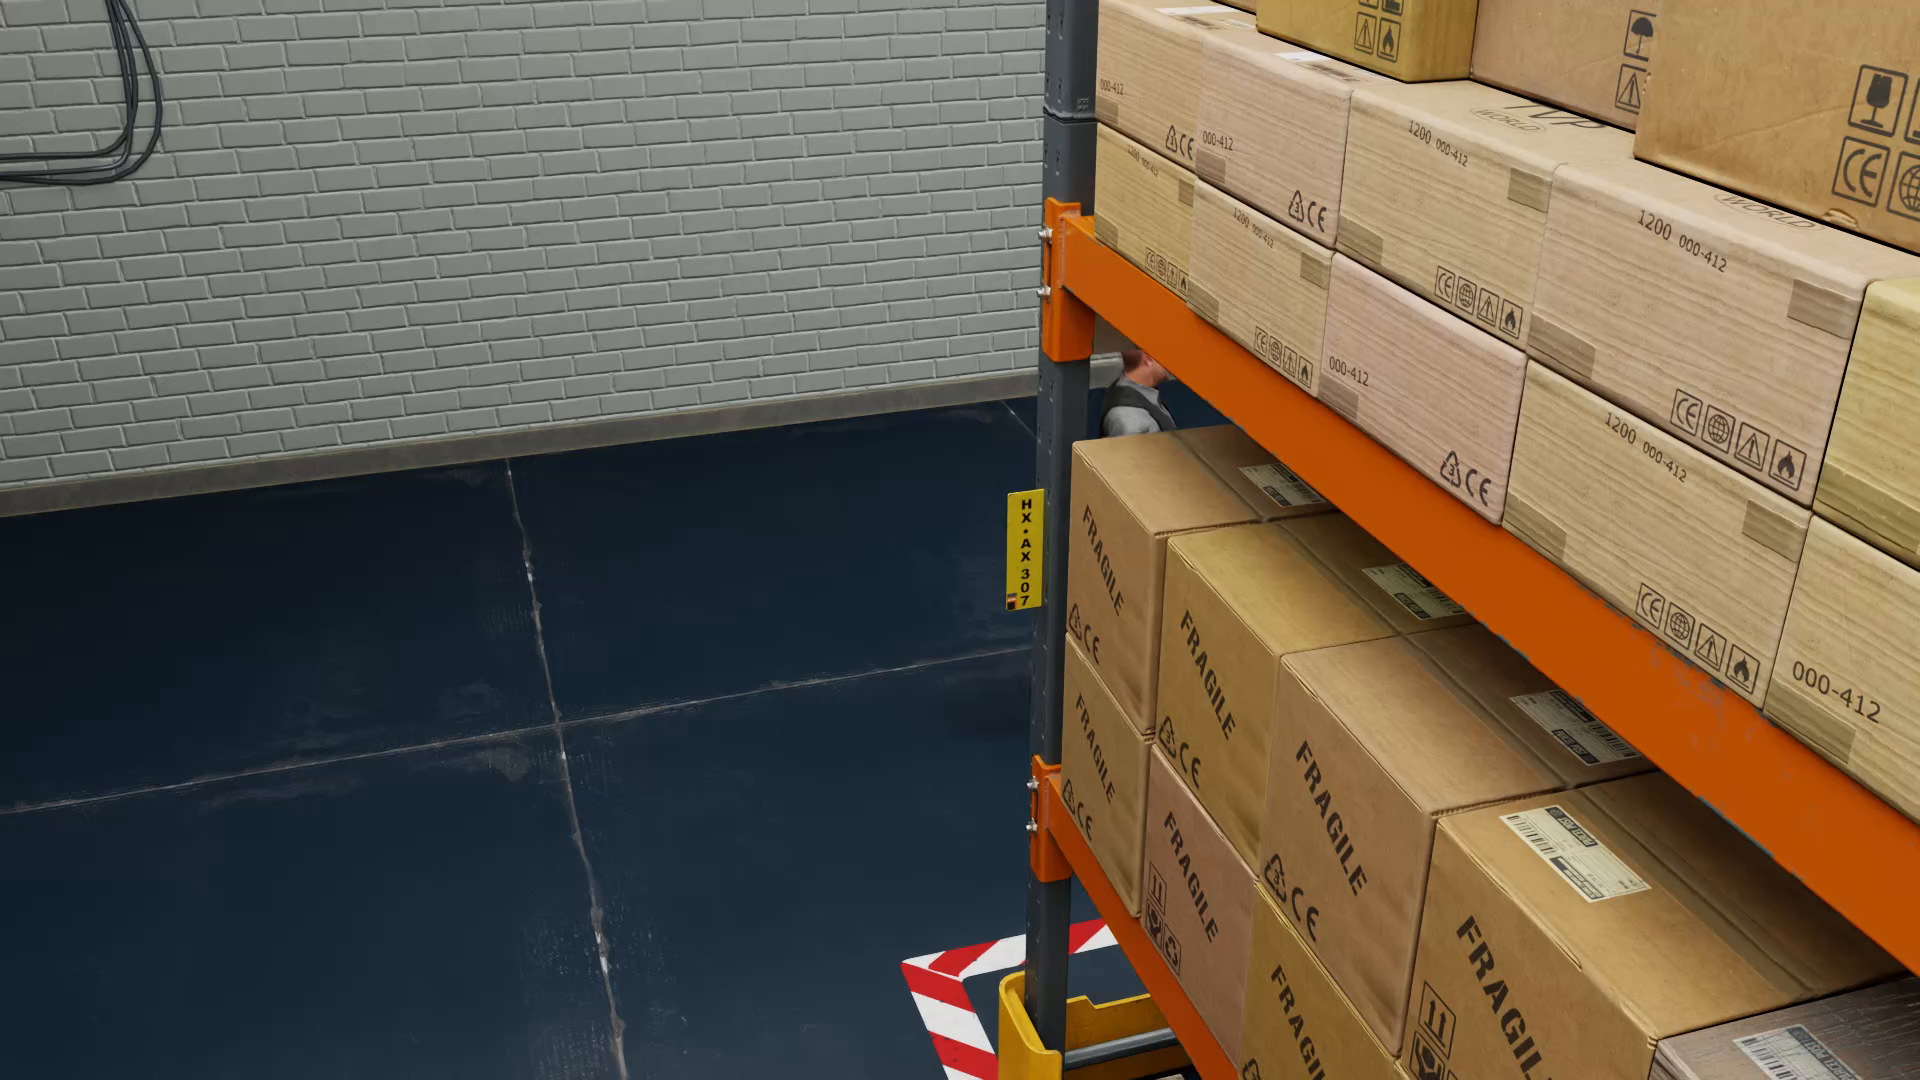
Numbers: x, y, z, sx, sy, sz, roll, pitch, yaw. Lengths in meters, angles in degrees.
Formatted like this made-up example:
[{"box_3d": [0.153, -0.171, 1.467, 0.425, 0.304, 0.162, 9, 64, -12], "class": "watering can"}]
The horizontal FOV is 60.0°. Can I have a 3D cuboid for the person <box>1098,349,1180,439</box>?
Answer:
[{"box_3d": [0.771, -0.024, 6.695, 0.526, 1.741, 0.582, 3, 26, 5], "class": "person"}]
